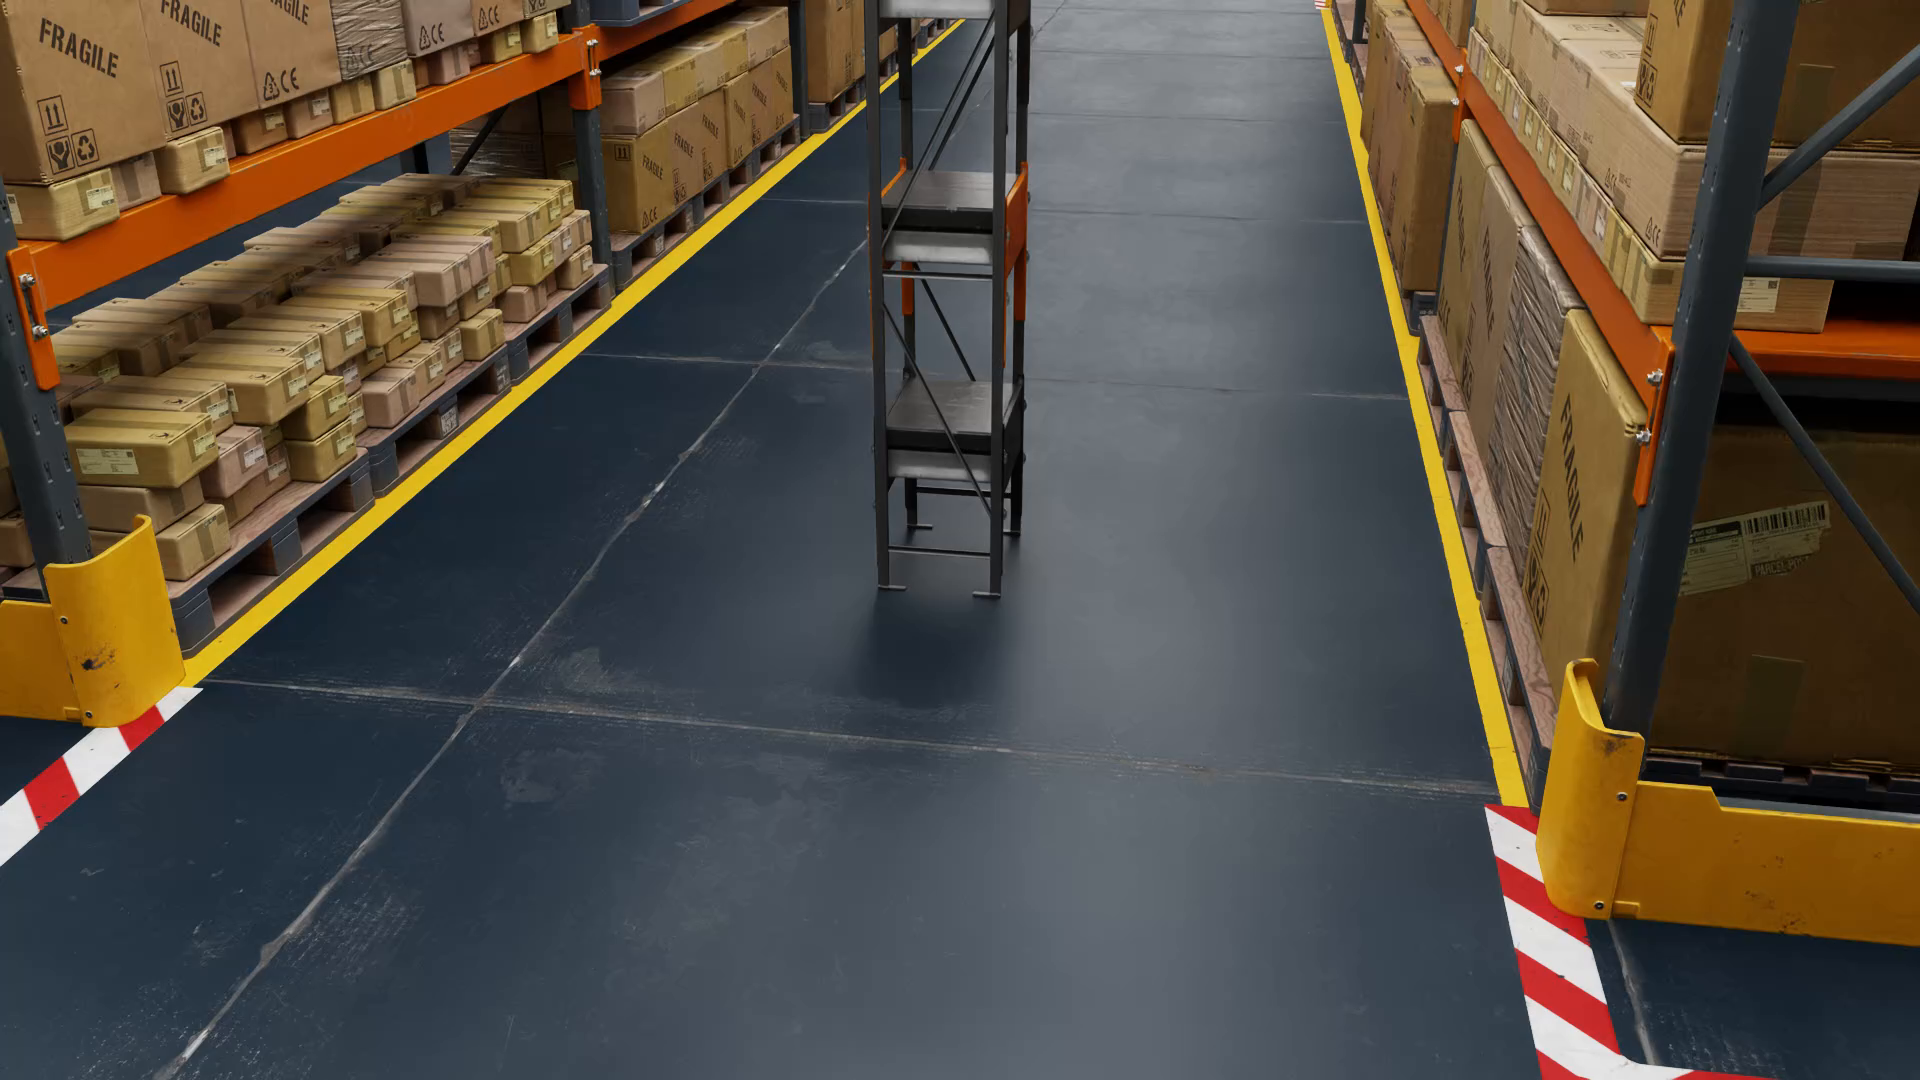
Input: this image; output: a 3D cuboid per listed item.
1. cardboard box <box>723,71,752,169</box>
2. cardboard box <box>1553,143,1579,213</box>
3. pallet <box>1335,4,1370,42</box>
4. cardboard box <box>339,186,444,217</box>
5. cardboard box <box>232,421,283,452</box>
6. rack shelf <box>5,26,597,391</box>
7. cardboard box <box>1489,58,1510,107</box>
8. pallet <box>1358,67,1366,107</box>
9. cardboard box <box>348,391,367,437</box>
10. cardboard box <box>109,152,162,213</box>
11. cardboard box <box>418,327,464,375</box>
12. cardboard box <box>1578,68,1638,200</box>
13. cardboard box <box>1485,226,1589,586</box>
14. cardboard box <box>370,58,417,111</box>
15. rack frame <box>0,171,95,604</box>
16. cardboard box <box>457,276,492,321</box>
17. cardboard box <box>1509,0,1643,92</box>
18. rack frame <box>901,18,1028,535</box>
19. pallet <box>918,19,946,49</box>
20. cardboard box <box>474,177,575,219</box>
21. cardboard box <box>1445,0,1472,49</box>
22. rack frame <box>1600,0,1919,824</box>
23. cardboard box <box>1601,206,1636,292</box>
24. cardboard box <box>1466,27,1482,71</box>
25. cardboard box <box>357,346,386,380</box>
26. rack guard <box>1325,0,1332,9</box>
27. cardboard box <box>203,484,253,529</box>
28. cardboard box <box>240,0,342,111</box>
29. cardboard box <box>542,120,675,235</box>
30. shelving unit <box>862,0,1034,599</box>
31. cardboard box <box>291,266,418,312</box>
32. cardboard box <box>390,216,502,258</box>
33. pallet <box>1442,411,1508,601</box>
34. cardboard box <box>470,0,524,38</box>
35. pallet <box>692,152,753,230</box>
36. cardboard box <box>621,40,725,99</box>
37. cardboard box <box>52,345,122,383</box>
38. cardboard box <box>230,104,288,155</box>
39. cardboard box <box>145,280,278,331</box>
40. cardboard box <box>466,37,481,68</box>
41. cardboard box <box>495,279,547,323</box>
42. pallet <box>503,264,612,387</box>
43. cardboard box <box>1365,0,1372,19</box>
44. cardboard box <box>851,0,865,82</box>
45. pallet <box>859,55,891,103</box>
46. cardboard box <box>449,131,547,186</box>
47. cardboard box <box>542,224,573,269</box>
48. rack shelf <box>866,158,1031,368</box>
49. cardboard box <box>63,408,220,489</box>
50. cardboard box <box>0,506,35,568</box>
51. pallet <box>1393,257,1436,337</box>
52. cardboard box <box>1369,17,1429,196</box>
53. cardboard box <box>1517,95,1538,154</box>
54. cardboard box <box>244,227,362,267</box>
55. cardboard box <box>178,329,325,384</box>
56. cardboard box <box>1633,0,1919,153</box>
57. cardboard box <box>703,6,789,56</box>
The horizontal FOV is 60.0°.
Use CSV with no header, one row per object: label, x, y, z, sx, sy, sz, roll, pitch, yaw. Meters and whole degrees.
cardboard box,-1.585,-2.582,10.182,0.500,0.500,0.500,3,25,6
cardboard box,1.892,-1.010,4.666,0.380,0.149,0.250,3,25,7
pallet,4.226,-5.076,16.345,1.003,0.211,1.213,4,25,9
cardboard box,-2.594,-1.511,7.607,0.380,0.149,0.250,5,26,11
cardboard box,-2.492,-0.365,5.508,0.380,0.149,0.250,4,25,9
rack shelf,-2.557,-1.422,6.097,1.077,0.370,4.000,4,25,9
cardboard box,2.143,-1.653,6.040,0.380,0.149,0.250,3,25,7
pallet,3.631,-3.443,12.857,1.003,0.211,1.213,4,25,9
cardboard box,-2.389,-0.439,6.017,0.380,0.149,0.250,4,25,9
cardboard box,-2.507,-1.019,4.685,0.380,0.149,0.250,5,26,10
cardboard box,-2.236,-0.758,6.698,0.380,0.149,0.250,4,25,10
cardboard box,1.894,-1.025,4.227,0.500,0.250,0.500,4,25,8
cardboard box,2.167,-0.407,5.091,0.875,0.875,0.875,4,25,9
cardboard box,-2.230,-1.676,6.088,0.380,0.149,0.250,5,25,10
rack frame,-2.884,-0.911,4.158,1.000,3.000,0.127,4,25,9
cardboard box,-2.187,-1.030,6.930,0.380,0.149,0.250,5,25,10
cardboard box,2.146,-1.662,5.588,0.500,0.250,0.500,5,25,10
rack frame,0.013,-0.984,5.375,0.400,2.100,0.015,4,25,9
pallet,-0.721,-4.979,16.139,1.003,0.211,1.213,4,25,9
cardboard box,-2.032,-1.585,7.765,0.380,0.149,0.250,5,25,10
cardboard box,2.454,-2.458,7.344,0.500,0.500,0.500,4,25,9
rack frame,1.993,-0.525,3.333,1.000,3.000,0.127,4,25,9
cardboard box,1.767,-0.692,3.986,0.380,0.149,0.250,4,25,9
cardboard box,2.270,-1.983,6.746,0.380,0.149,0.250,4,25,9
cardboard box,-2.390,-0.699,6.221,0.380,0.149,0.250,5,26,11
rack guard,4.595,-6.053,18.092,1.175,0.500,0.348,4,25,9
cardboard box,-2.521,-0.122,5.340,0.380,0.149,0.250,4,25,8
cardboard box,-2.383,-1.689,5.352,0.500,0.500,0.500,4,25,9
cardboard box,-1.848,-1.933,8.794,0.500,0.500,0.500,5,26,11
shelving unit,-0.027,-0.882,5.157,0.431,2.100,0.503,4,25,9
cardboard box,-2.321,-0.938,6.382,0.380,0.149,0.250,4,25,9
cardboard box,-2.187,-1.268,7.087,0.380,0.149,0.250,5,26,10
pallet,2.248,-0.111,5.737,1.003,0.211,1.213,4,25,9
cardboard box,-2.117,-2.325,6.710,0.500,0.500,0.500,3,25,7
pallet,-1.907,-2.158,10.112,1.003,0.211,1.213,4,25,9
cardboard box,-1.676,-2.708,9.566,0.500,0.250,0.500,5,26,11
cardboard box,-3.033,-0.537,5.524,0.380,0.149,0.250,3,25,7
cardboard box,-2.434,-1.358,5.409,0.380,0.149,0.250,4,25,8
cardboard box,-2.786,-0.859,6.213,0.380,0.149,0.250,3,25,7
cardboard box,-2.193,-2.008,6.799,0.380,0.149,0.250,3,25,7
cardboard box,-2.063,-1.077,7.381,0.380,0.149,0.250,3,25,7
pallet,-2.305,-1.038,7.718,1.003,0.211,1.213,4,25,9
cardboard box,4.169,-5.272,15.927,0.500,0.500,0.500,2,25,4
cardboard box,-1.249,-4.042,13.006,1.050,0.750,0.750,4,25,9
pallet,-1.172,-3.827,13.677,1.003,0.211,1.213,4,25,9
cardboard box,-2.358,-1.969,8.871,0.500,0.500,0.500,4,25,8
cardboard box,-2.000,-1.350,7.612,0.380,0.149,0.250,3,25,6
rack shelf,-0.027,-0.869,5.163,0.431,0.518,0.480,4,25,9
cardboard box,-2.463,-0.275,4.965,0.380,0.149,0.250,3,25,6
cardboard box,-3.004,-0.045,5.174,0.380,0.149,0.250,4,25,9
pallet,2.698,-1.263,8.199,1.003,0.211,1.213,4,25,9
cardboard box,3.014,-2.439,9.434,1.225,0.875,0.875,4,25,9
cardboard box,2.017,-1.331,5.352,0.380,0.149,0.250,3,25,7
cardboard box,-2.729,-1.191,6.922,0.380,0.149,0.250,5,25,10
cardboard box,-2.410,-0.605,5.669,0.380,0.149,0.250,3,25,6
cardboard box,1.813,-1.153,3.617,0.500,0.500,0.500,4,25,9
cardboard box,-1.430,-3.350,10.938,0.500,0.250,0.500,3,25,7
